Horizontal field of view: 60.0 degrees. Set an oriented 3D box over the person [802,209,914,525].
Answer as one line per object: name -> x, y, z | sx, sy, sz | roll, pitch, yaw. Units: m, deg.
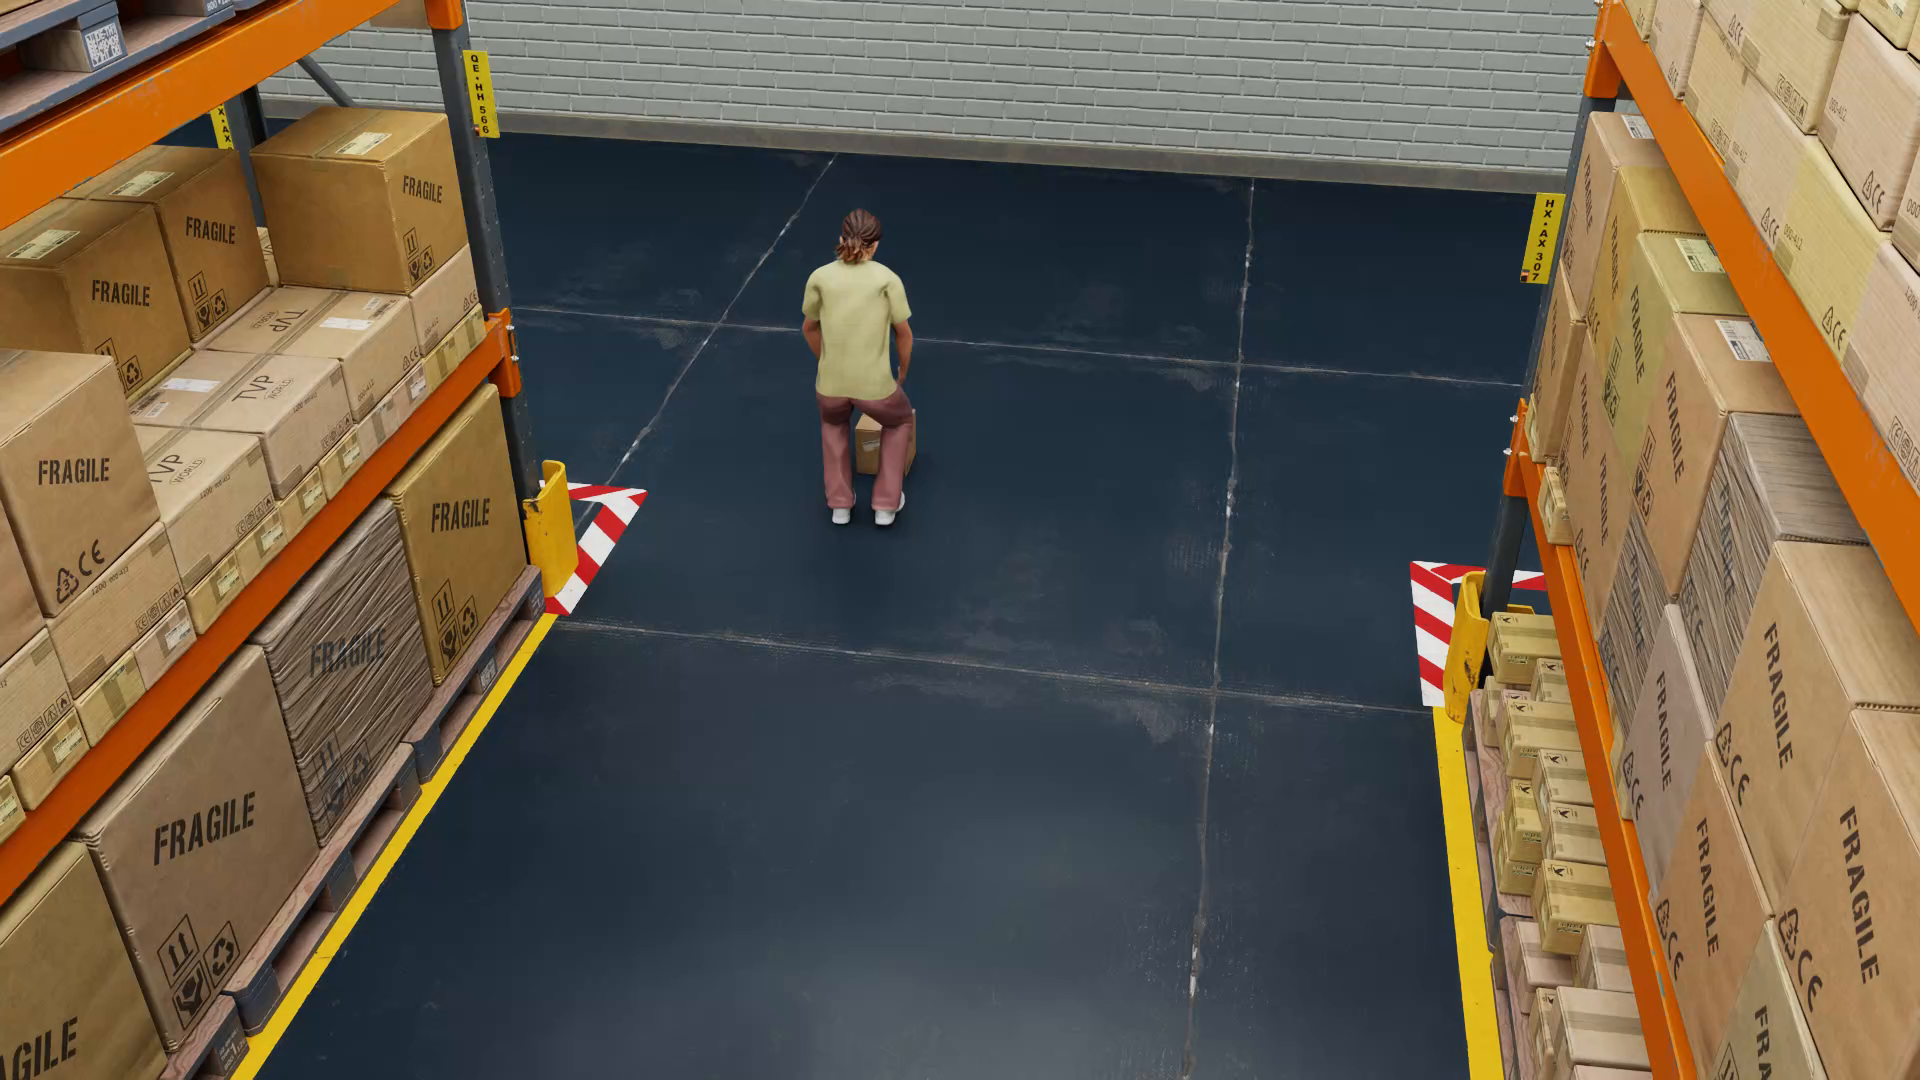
person -> -0.472, -0.754, 7.569 | 0.508, 1.418, 0.615 | 5, 33, 8
